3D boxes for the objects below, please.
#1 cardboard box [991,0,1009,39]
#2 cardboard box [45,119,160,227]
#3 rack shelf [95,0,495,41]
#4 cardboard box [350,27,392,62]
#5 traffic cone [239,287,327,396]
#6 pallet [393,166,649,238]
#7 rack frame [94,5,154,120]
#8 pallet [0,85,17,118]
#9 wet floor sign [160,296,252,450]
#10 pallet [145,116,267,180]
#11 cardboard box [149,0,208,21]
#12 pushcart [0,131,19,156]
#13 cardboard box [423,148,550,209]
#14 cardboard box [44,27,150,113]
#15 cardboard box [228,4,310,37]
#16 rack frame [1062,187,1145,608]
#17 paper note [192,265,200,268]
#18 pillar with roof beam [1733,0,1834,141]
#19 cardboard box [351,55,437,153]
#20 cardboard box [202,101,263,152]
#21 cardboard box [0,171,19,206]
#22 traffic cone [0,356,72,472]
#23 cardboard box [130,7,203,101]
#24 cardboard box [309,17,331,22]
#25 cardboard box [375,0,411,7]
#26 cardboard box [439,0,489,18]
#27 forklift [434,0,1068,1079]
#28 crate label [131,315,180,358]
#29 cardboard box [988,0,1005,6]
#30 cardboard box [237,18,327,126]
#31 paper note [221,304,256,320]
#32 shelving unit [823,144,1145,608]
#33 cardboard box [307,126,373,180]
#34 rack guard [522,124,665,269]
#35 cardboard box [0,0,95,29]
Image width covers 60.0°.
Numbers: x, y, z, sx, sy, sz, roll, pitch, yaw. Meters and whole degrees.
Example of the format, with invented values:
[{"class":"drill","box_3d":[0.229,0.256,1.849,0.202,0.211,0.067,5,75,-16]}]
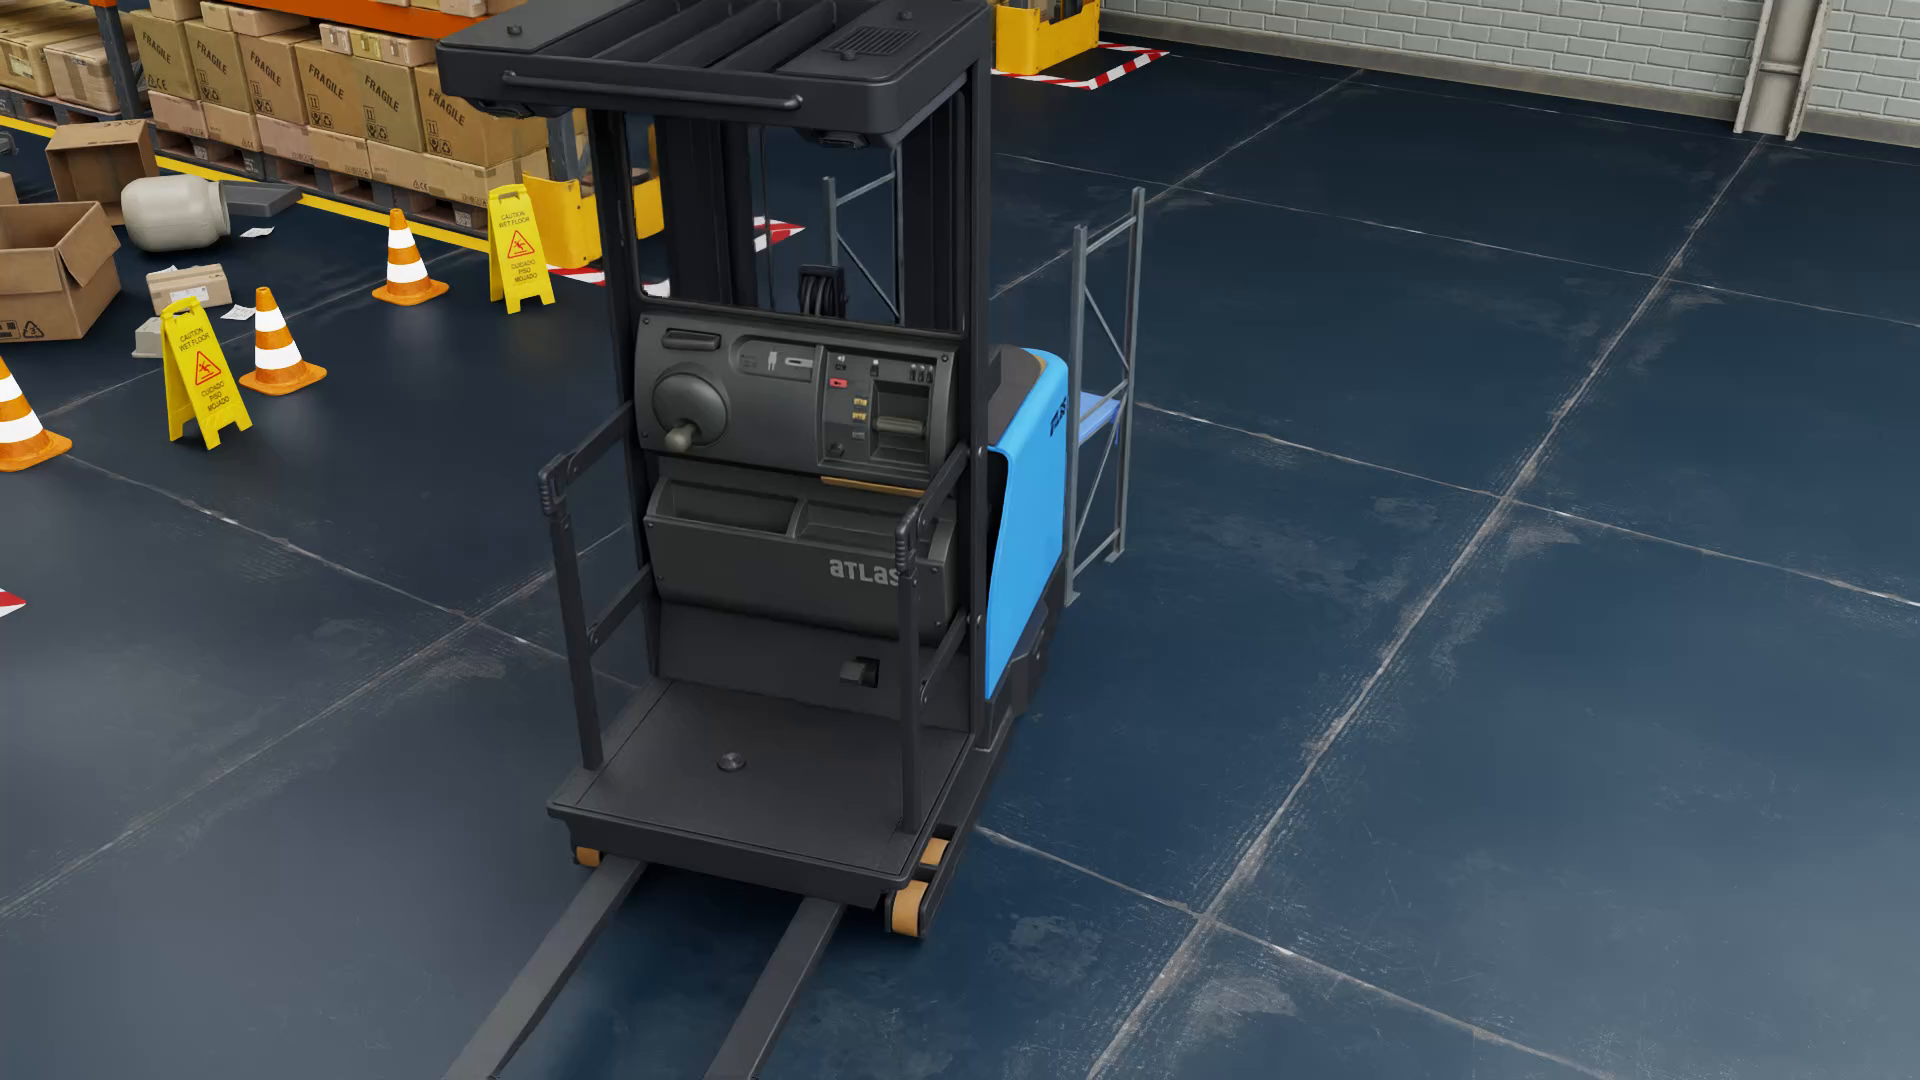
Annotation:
[{"class":"cardboard box","box_3d":[0.126,-4.188,13.264,0.500,0.250,0.500,18,35,28]},{"class":"cardboard box","box_3d":[-5.148,-2.209,10.038,0.500,0.500,0.500,-9,32,-15]},{"class":"rack shelf","box_3d":[-3.638,-3.309,10.159,4.000,0.370,1.077,18,35,27]},{"class":"cardboard box","box_3d":[-3.319,-2.923,9.708,0.250,0.149,0.380,18,35,28]},{"class":"traffic cone","box_3d":[-3.296,-0.988,7.984,0.334,0.463,0.336,18,35,27]},{"class":"pallet","box_3d":[-2.677,-2.132,10.196,1.213,0.211,1.003,18,35,27]},{"class":"rack frame","box_3d":[-5.332,-4.155,10.896,0.127,3.000,1.000,18,35,27]},{"class":"pallet","box_3d":[-7.029,-3.485,12.515,1.213,0.211,1.003,18,35,27]},{"class":"wet floor sign","box_3d":[-3.413,-0.764,7.420,0.232,0.644,0.267,12,32,19]},{"class":"pallet","box_3d":[-4.744,-2.786,11.316,1.213,0.211,1.003,18,35,27]},{"class":"cardboard box","box_3d":[-4.902,-3.421,10.561,0.250,0.149,0.380,18,35,28]},{"class":"pushcart","box_3d":[-6.501,-2.036,9.866,0.936,0.377,1.648,6,31,10]},{"class":"cardboard box","box_3d":[-2.792,-2.186,9.832,0.500,0.250,0.500,17,34,27]},{"class":"cardboard box","box_3d":[-5.777,-3.341,11.691,0.625,0.372,0.950,18,35,28]},{"class":"cardboard box","box_3d":[-4.236,-3.213,10.205,0.250,0.149,0.380,20,36,30]},{"class":"rack frame","box_3d":[0.519,-0.501,6.120,0.032,1.500,0.500,17,34,26]},{"class":"paper note","box_3d":[-4.277,-1.531,9.364,0.123,0.001,0.032,18,35,27]},{"class":"pillar with roof beam","box_3d":[3.375,-4.921,6.255,0.400,9.000,9.100,18,35,27]},{"class":"cardboard box","box_3d":[-3.205,-2.643,9.872,0.500,0.500,0.500,19,35,29]},{"class":"cardboard box","box_3d":[-4.517,-2.738,10.778,0.500,0.250,0.500,20,36,30]},{"class":"cardboard box","box_3d":[-5.574,-1.701,9.032,0.503,0.637,0.797,18,35,27]},{"class":"traffic cone","box_3d":[-4.185,-0.597,7.313,0.334,0.463,0.336,18,35,27]},{"class":"cardboard box","box_3d":[-4.975,-3.200,10.826,0.500,0.500,0.500,19,35,30]},{"class":"cardboard box","box_3d":[-3.823,-3.157,10.753,0.500,0.500,0.500,20,36,30]},{"class":"cardboard box","box_3d":[-3.088,-3.139,9.402,0.250,0.149,0.380,18,35,28]},{"class":"cardboard box","box_3d":[-2.648,-3.005,9.173,0.250,0.149,0.380,17,34,27]},{"class":"forklift","box_3d":[-0.529,-0.348,4.438,1.130,2.935,3.031,9,31,15]},{"class":"crate label","box_3d":[-3.995,-1.031,8.382,0.298,0.136,0.250,1,30,2]},{"class":"cardboard box","box_3d":[0.113,-4.410,13.148,0.500,0.250,0.500,17,34,27]},{"class":"cardboard box","box_3d":[-4.078,-2.922,10.349,0.500,0.500,0.500,20,36,30]},{"class":"paper note","box_3d":[-3.803,-1.205,8.785,0.142,0.019,0.148,6,31,10]},{"class":"shelving unit","box_3d":[0.081,-0.631,6.343,1.048,1.500,0.538,17,34,26]},{"class":"cardboard box","box_3d":[-3.652,-2.459,10.301,0.500,0.250,0.500,16,34,26]},{"class":"rack guard","box_3d":[-2.008,-2.024,9.724,0.348,0.500,1.175,18,35,27]},{"class":"cardboard box","box_3d":[-6.978,-3.718,12.337,0.625,0.372,0.950,19,35,29]}]
